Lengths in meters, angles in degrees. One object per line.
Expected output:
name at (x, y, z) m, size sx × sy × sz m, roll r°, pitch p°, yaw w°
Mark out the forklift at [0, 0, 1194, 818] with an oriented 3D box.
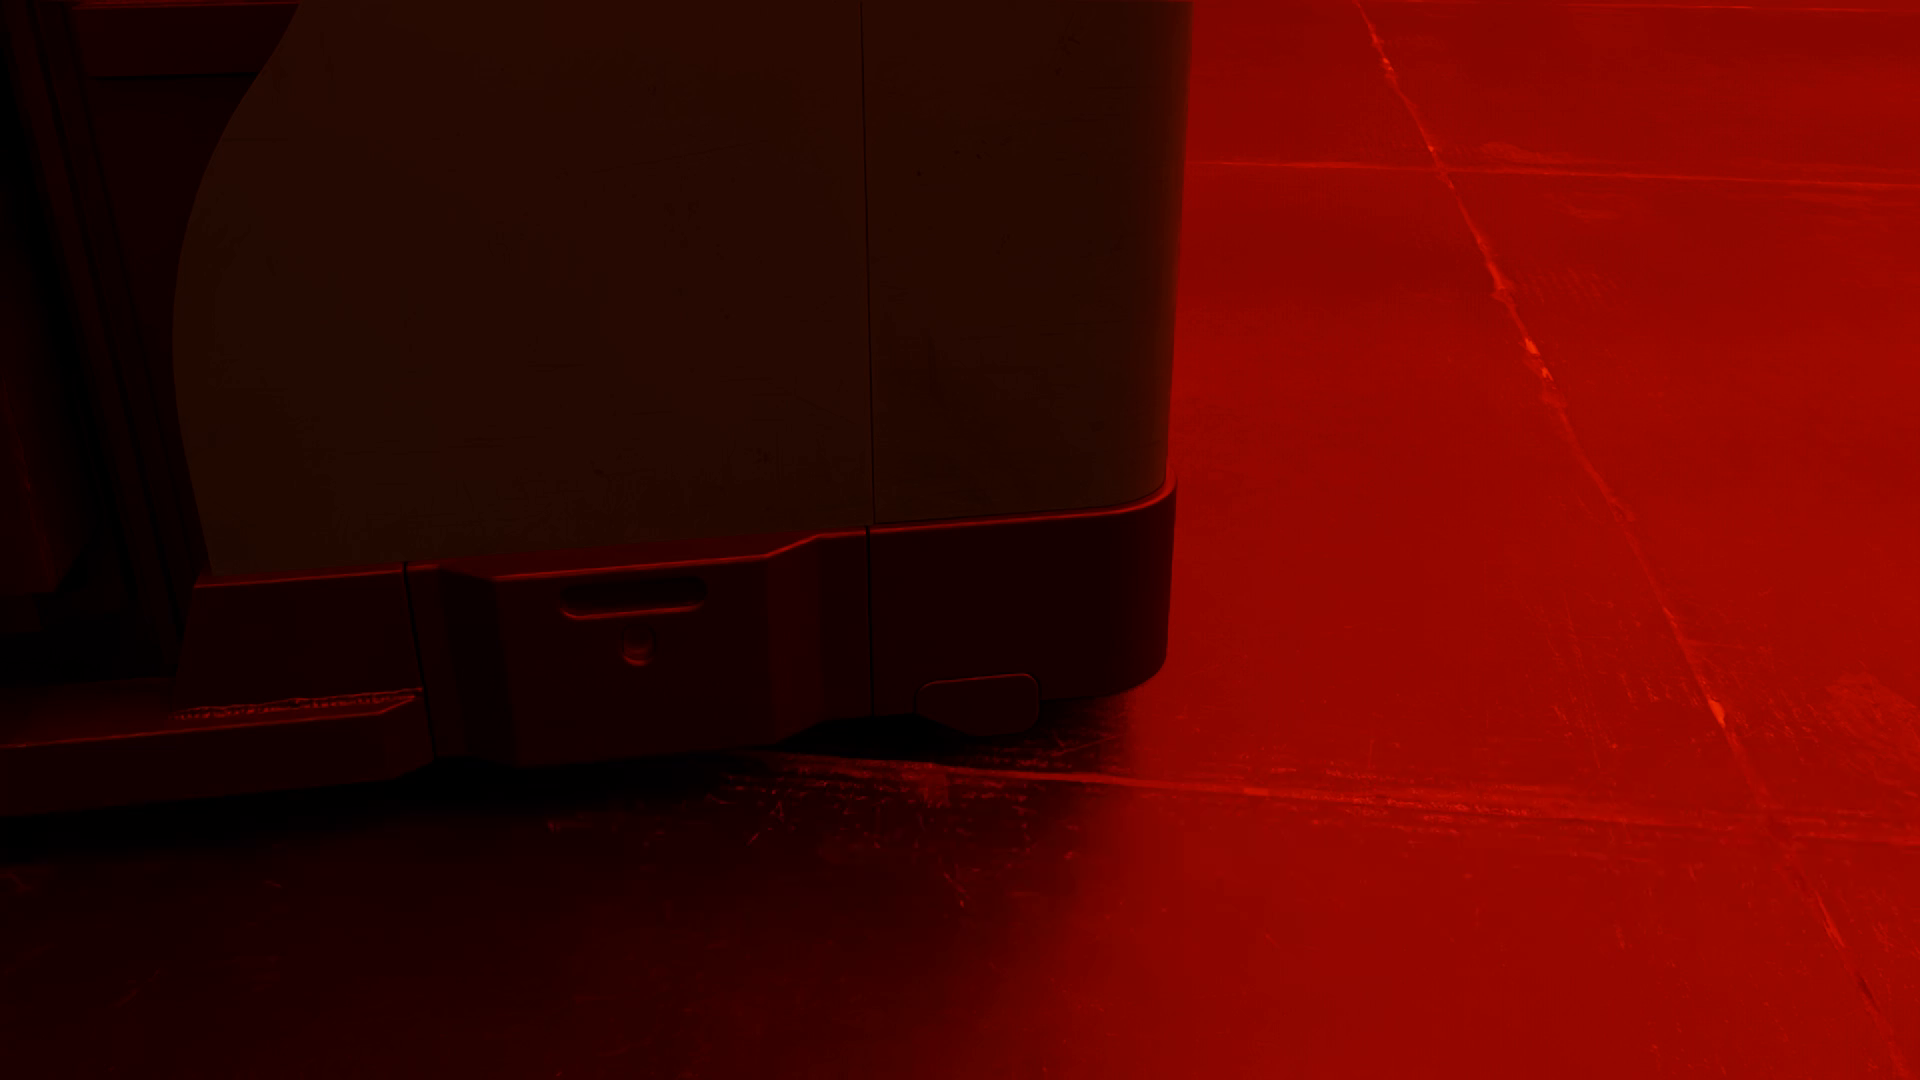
forklift at (-1.311, -1.183, 1.588) m, size 3.031 × 2.935 × 1.130 m, roll -5°, pitch 27°, yaw -9°
